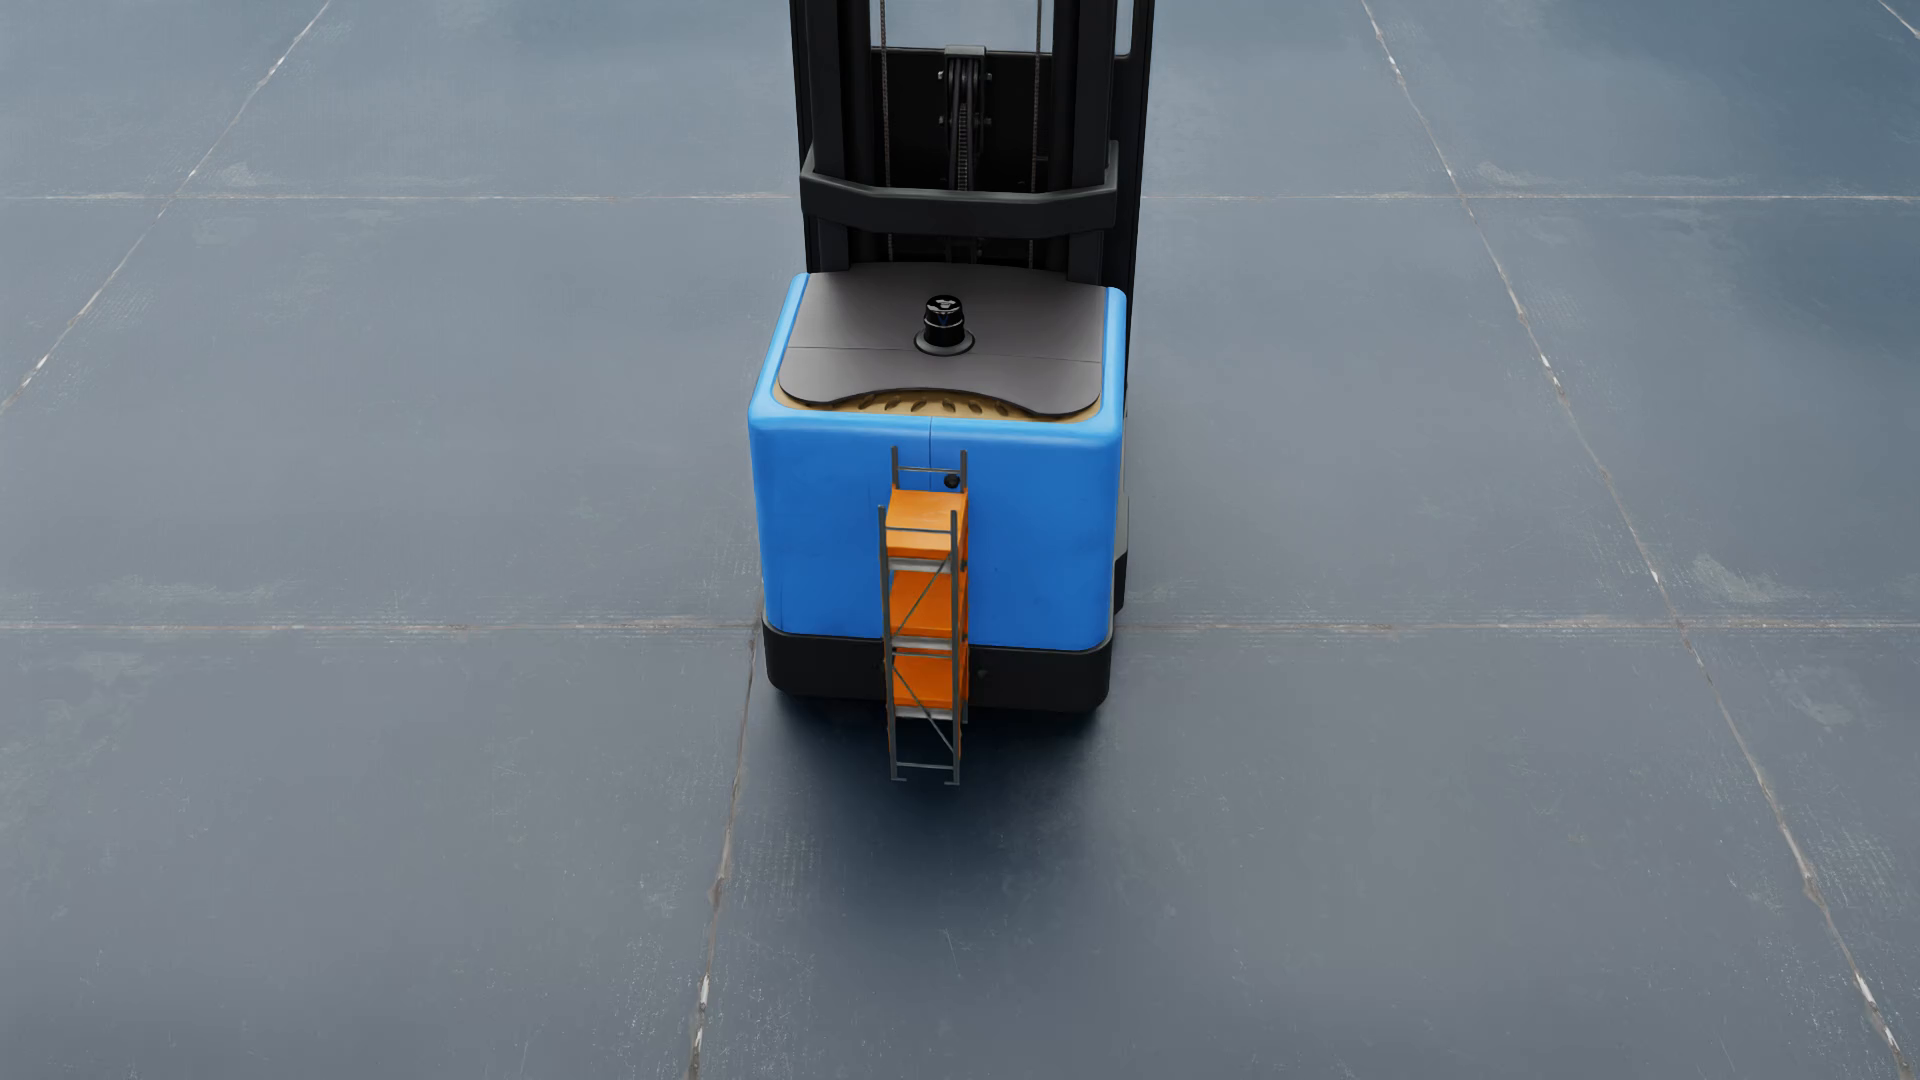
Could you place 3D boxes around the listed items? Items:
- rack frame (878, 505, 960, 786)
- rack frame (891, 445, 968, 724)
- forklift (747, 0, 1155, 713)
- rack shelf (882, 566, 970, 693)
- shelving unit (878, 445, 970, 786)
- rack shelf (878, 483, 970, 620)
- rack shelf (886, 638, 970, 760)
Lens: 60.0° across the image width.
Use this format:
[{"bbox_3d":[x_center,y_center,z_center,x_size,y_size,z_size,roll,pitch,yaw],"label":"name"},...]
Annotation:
[{"bbox_3d":[-0.103,0.315,4.518,0.200,1.050,0.008,4,42,5],"label":"rack frame"},{"bbox_3d":[-0.079,0.154,4.700,0.200,1.050,0.008,4,42,5],"label":"rack frame"},{"bbox_3d":[0.058,-1.536,5.323,1.130,2.935,3.031,3,39,4],"label":"forklift"},{"bbox_3d":[-0.091,0.242,4.616,0.215,0.259,0.240,4,42,5],"label":"rack shelf"},{"bbox_3d":[-0.091,0.234,4.609,0.215,1.050,0.252,4,42,5],"label":"shelving unit"},{"bbox_3d":[-0.092,0.030,4.428,0.215,0.259,0.240,4,42,5],"label":"rack shelf"},{"bbox_3d":[-0.090,0.451,4.800,0.215,0.259,0.240,4,42,5],"label":"rack shelf"}]
